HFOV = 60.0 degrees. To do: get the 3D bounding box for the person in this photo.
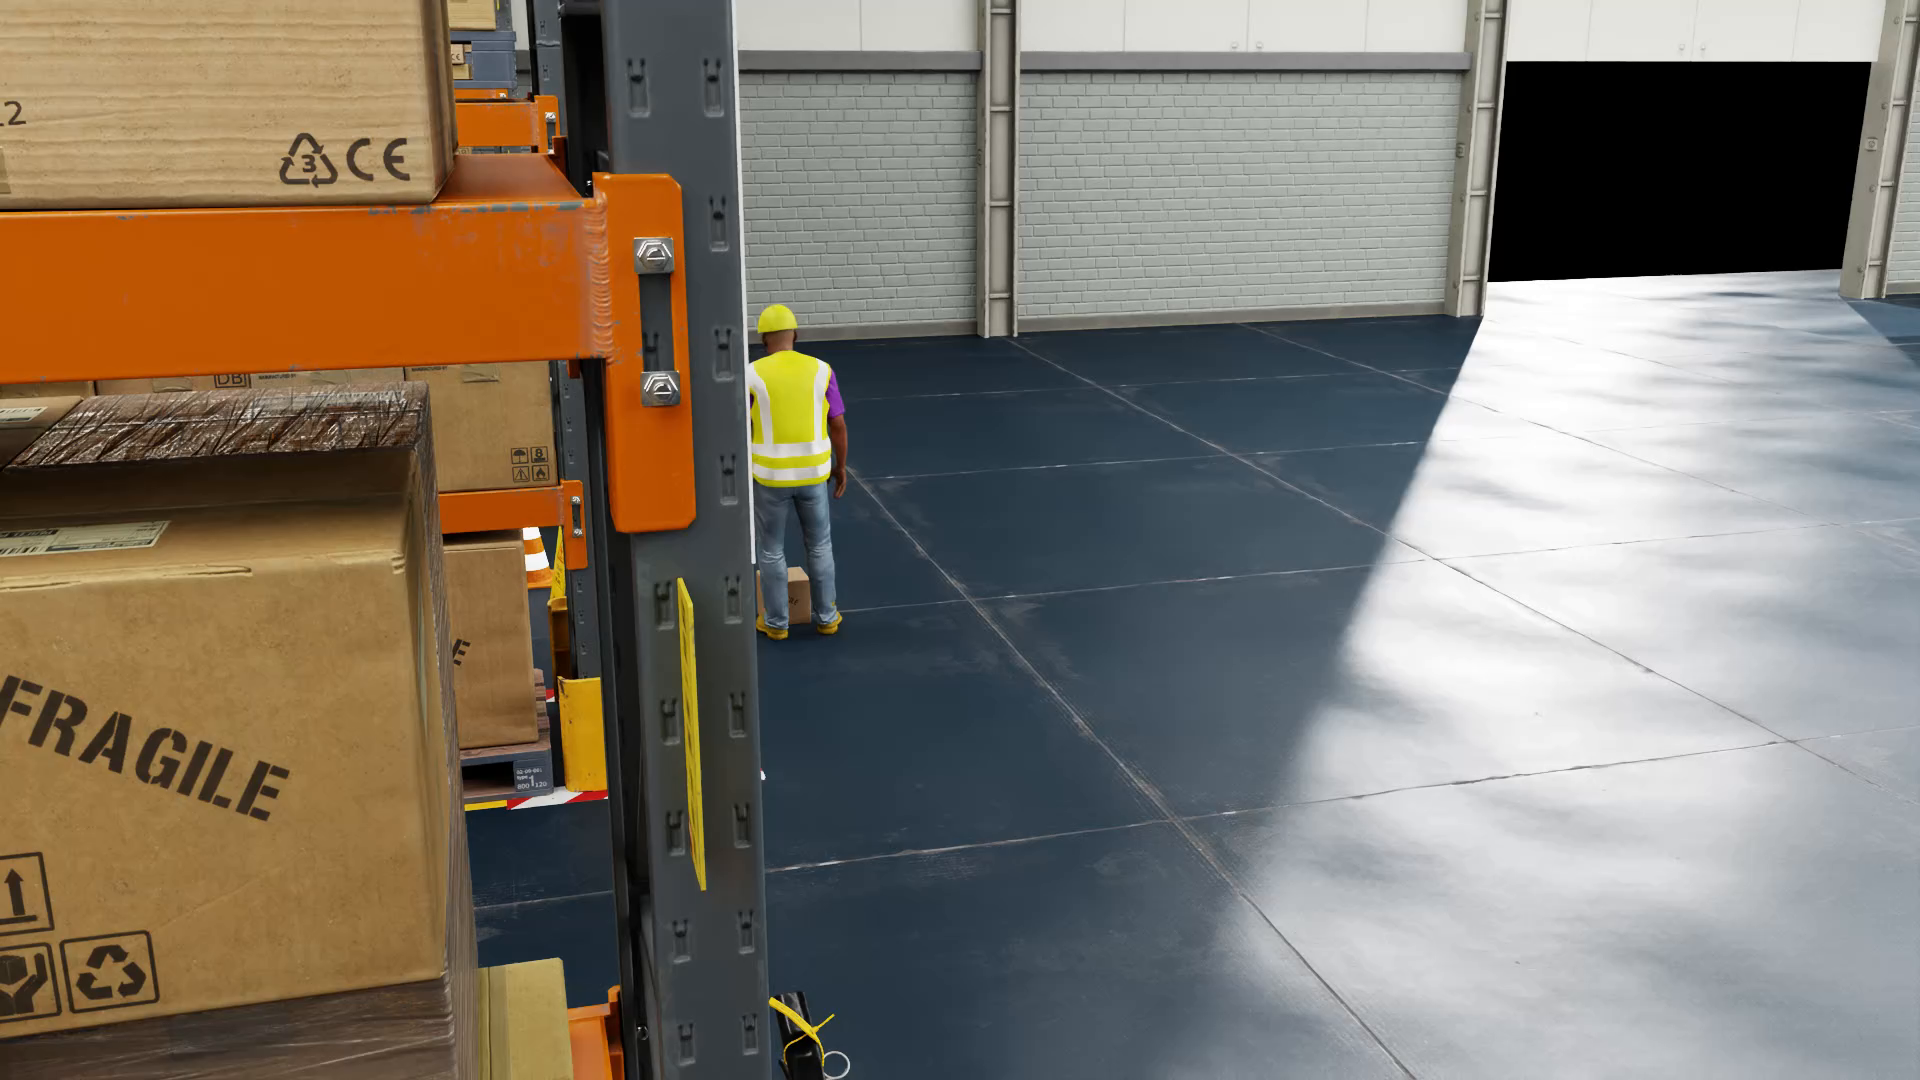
[{"bbox_3d":[-0.902,-0.354,8.749,0.635,1.757,0.462,-5,17,-16],"label":"person"}]
